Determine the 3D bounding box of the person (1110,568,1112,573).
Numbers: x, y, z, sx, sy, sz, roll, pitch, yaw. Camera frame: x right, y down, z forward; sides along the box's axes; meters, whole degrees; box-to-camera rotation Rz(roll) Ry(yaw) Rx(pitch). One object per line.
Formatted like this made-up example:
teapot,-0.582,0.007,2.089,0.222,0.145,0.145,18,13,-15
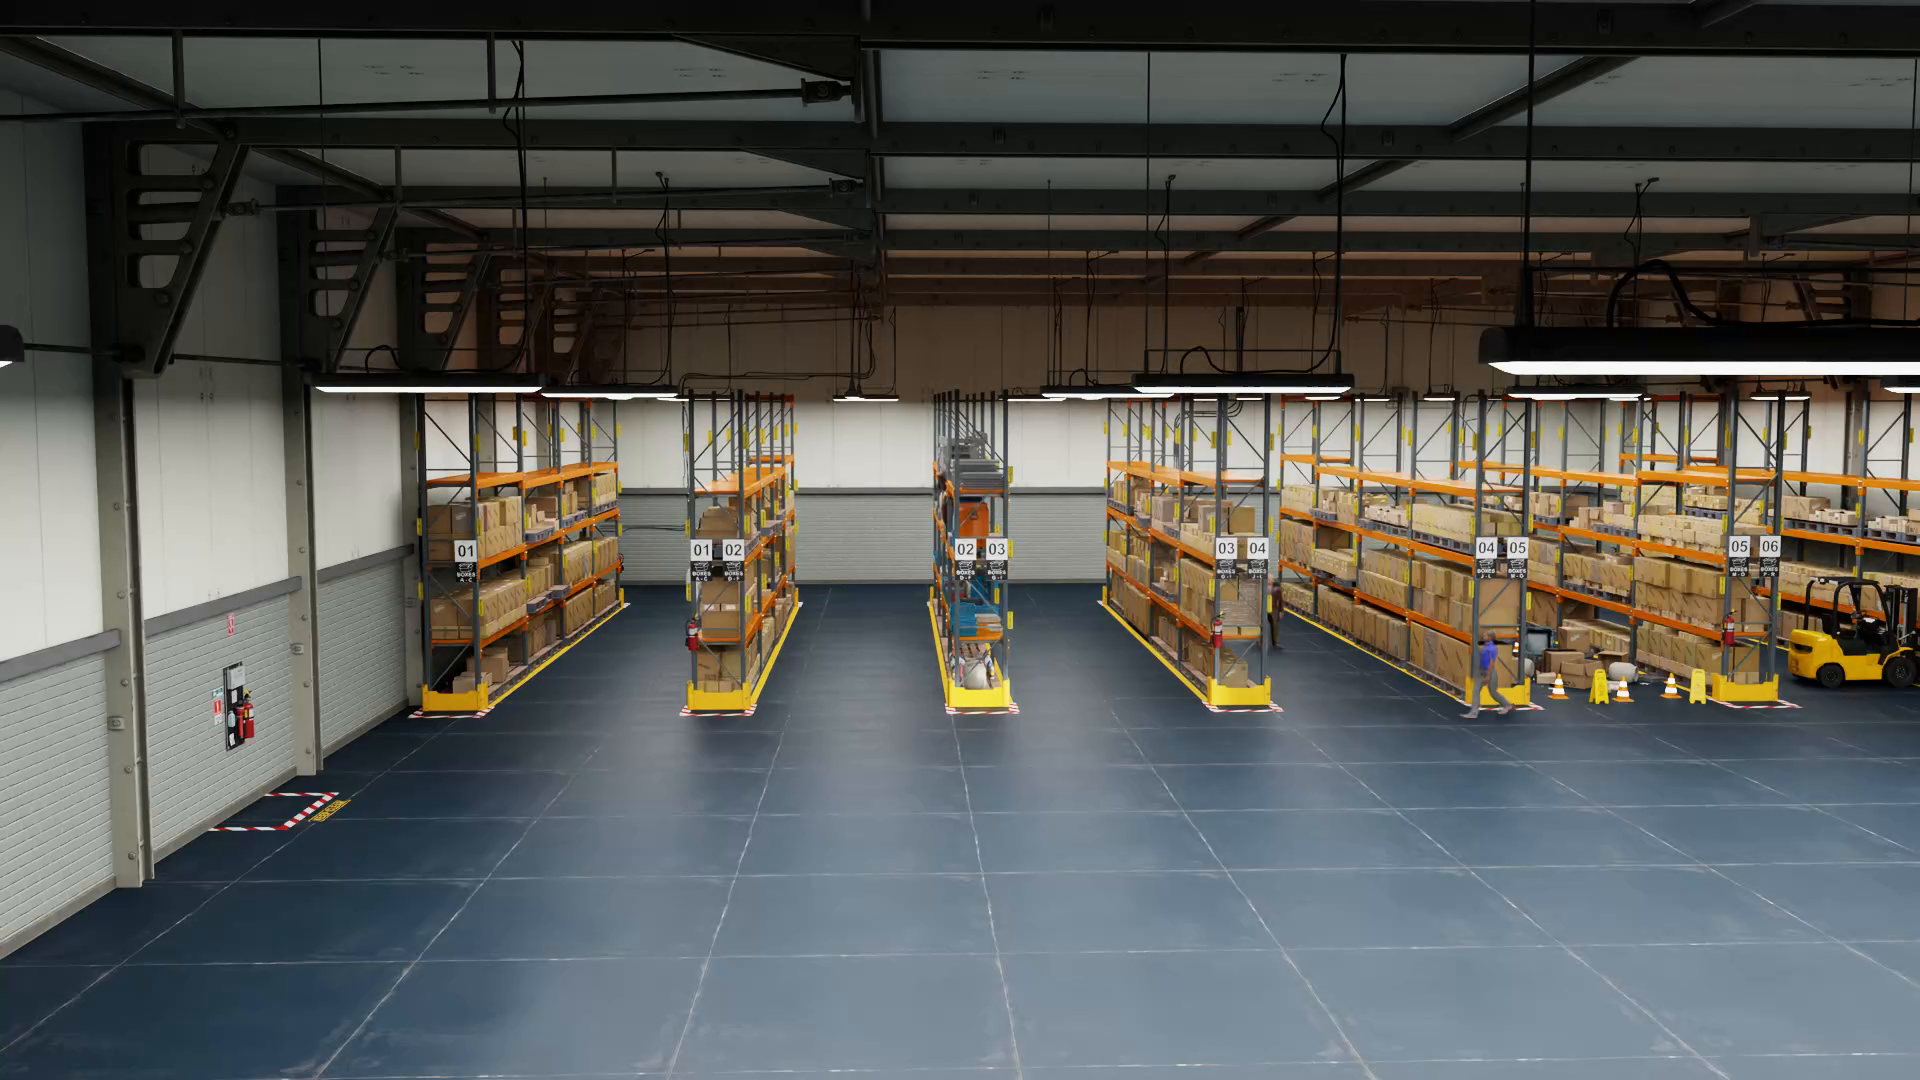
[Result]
person,4.682,0.861,48.795,0.560,1.804,0.533,-2,5,-20

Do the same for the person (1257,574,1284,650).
person,7.238,1.678,38.871,0.706,1.715,1.087,-1,5,-9

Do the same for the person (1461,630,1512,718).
person,9.621,2.446,30.294,0.900,1.609,0.425,-2,5,-26

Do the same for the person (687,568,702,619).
person,-6.903,1.294,44.187,0.736,1.814,0.935,0,5,-2
